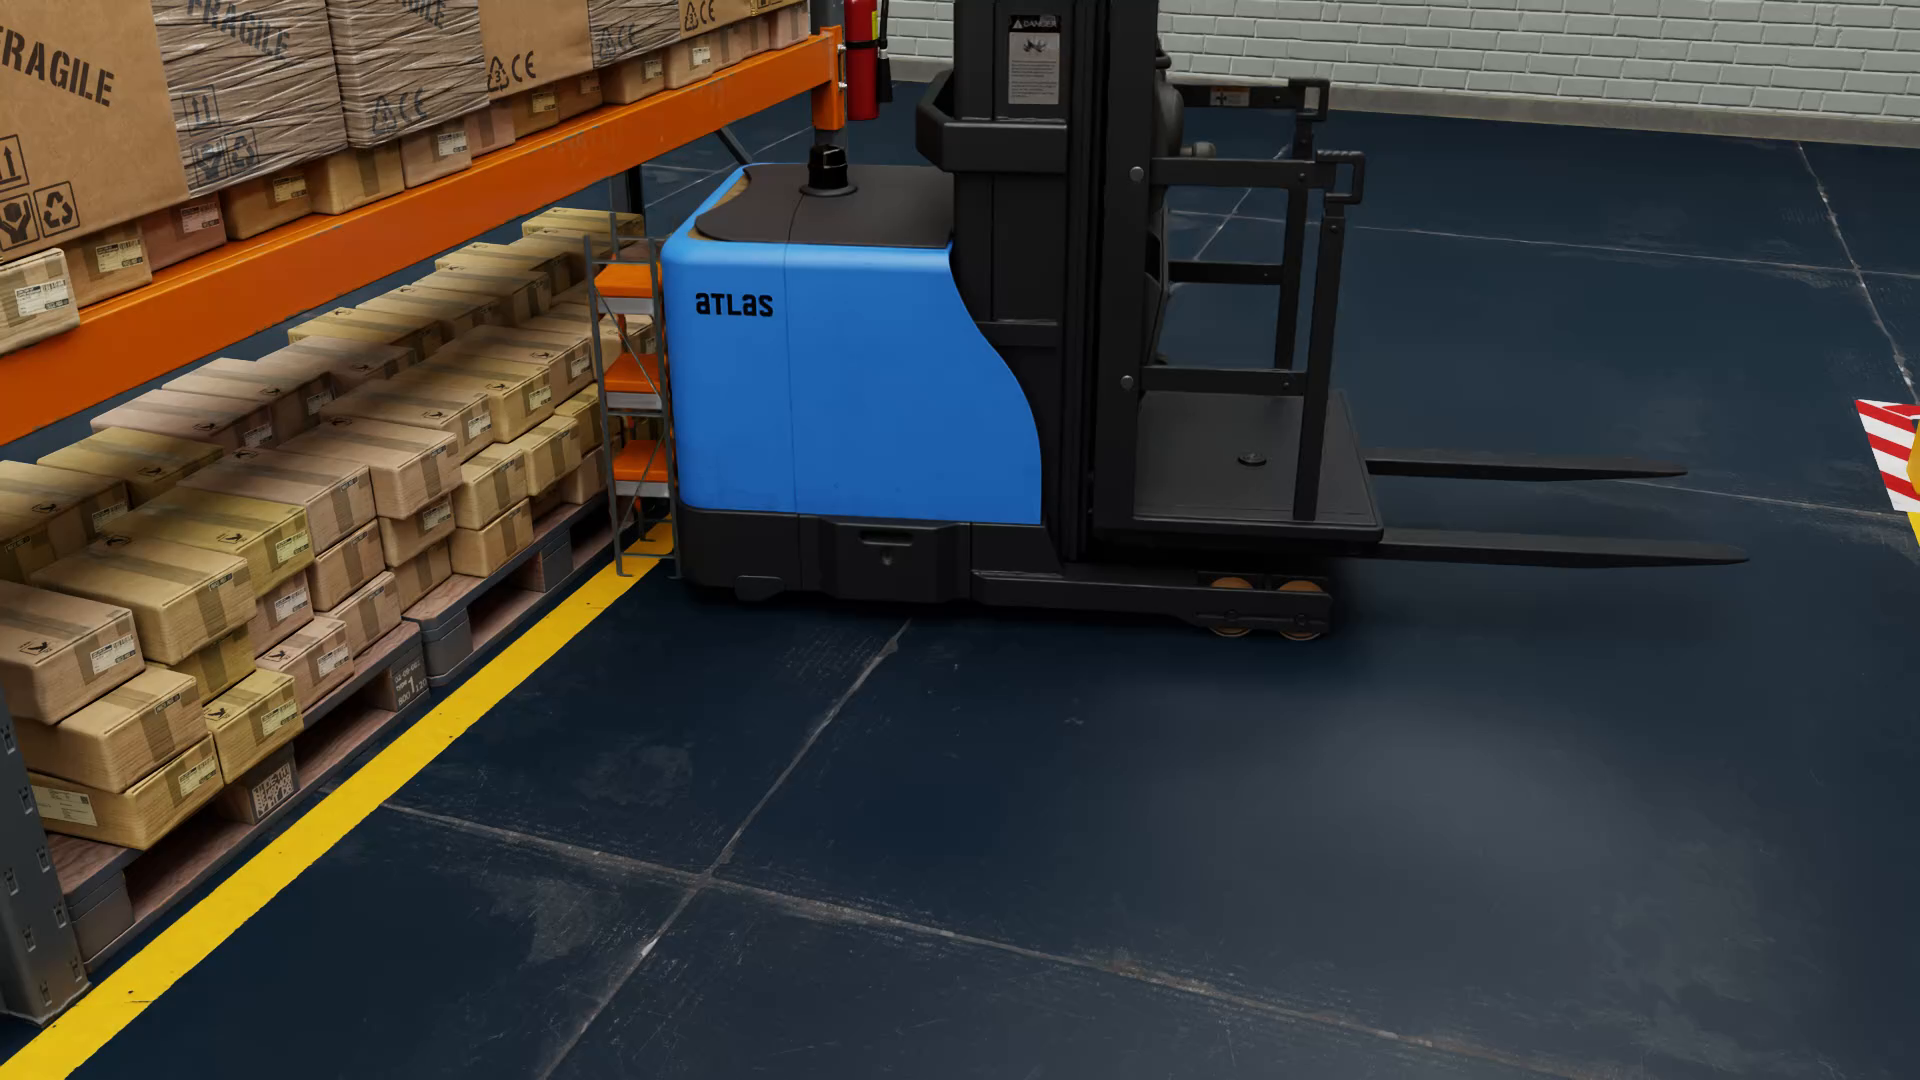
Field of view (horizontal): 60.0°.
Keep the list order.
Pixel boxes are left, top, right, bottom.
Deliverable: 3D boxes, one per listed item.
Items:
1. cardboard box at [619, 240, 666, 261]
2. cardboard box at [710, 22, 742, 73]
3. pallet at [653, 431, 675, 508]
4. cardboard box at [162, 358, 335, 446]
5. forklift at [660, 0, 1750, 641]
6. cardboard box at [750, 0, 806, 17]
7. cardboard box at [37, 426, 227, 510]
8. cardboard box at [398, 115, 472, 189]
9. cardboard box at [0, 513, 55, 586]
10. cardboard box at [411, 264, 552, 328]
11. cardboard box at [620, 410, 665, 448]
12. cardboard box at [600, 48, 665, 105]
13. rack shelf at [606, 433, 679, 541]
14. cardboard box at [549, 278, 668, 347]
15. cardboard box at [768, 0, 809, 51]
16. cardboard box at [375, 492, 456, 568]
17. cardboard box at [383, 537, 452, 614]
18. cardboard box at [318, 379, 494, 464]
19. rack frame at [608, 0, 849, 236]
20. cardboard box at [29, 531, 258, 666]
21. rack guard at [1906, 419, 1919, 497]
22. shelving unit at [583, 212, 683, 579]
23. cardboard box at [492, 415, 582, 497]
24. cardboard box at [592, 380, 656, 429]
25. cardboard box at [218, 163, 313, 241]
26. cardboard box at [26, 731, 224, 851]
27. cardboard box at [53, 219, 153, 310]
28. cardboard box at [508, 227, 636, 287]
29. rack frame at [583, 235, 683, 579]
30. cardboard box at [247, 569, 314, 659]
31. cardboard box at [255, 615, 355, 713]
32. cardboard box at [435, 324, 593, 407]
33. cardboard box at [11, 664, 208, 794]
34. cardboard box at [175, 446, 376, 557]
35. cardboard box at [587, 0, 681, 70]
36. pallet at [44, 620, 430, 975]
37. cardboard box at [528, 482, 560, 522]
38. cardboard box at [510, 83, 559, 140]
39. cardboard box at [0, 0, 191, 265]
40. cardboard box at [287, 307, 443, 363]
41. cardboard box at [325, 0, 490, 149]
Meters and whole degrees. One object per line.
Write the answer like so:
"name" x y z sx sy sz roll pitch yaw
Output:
"cardboard box" -0.994 -0.956 5.888 0.380 0.149 0.250 9 27 18
"cardboard box" -0.948 -1.641 5.486 0.380 0.149 0.250 8 27 17
"pallet" -1.248 -0.516 6.074 1.003 0.211 1.213 9 27 17
"cardboard box" -2.013 -0.392 4.724 0.380 0.149 0.250 8 27 16
"forklift" 0.730 -1.281 4.531 3.031 2.935 1.130 3 26 6
"cardboard box" -0.826 -2.088 5.664 0.500 0.500 0.500 9 27 18
"cardboard box" -2.094 -0.154 4.234 0.380 0.149 0.250 10 27 19
"cardboard box" -1.455 -0.991 4.144 0.380 0.149 0.250 10 28 20
"cardboard box" -2.330 0.044 3.823 0.380 0.149 0.250 9 27 18
"cardboard box" -1.601 -0.809 5.586 0.380 0.149 0.250 7 27 15
"cardboard box" -1.152 -0.357 5.334 0.380 0.149 0.250 8 27 15
"cardboard box" -1.127 -1.429 5.047 0.380 0.149 0.250 8 27 15
"rack shelf" -0.923 -0.153 5.024 0.215 0.259 0.240 3 26 6
"cardboard box" -1.106 -0.733 5.430 0.380 0.149 0.250 8 27 15
"cardboard box" -0.761 -1.843 5.903 0.380 0.149 0.250 9 27 18
"cardboard box" -1.575 -0.072 4.405 0.380 0.149 0.250 10 28 20
"cardboard box" -1.610 0.058 4.479 0.380 0.149 0.250 8 27 15
"cardboard box" -1.515 -0.315 4.566 0.380 0.149 0.250 8 27 15
"rack frame" -0.919 -2.131 6.210 1.000 3.000 0.127 9 27 17
"cardboard box" -1.793 0.123 3.661 0.380 0.149 0.250 10 28 20
"rack guard" 3.790 -0.340 5.378 1.175 0.500 0.348 9 27 17
"shelving unit" -0.923 -0.413 4.898 0.215 1.050 0.252 3 26 6
"cardboard box" -1.325 -0.264 4.802 0.380 0.149 0.250 9 27 18
"cardboard box" -1.157 -0.484 5.256 0.380 0.149 0.250 9 27 18
"cardboard box" -1.696 -0.788 3.724 0.380 0.149 0.250 8 27 15
"cardboard box" -1.826 0.504 3.557 0.380 0.149 0.250 8 27 15
"cardboard box" -1.831 -0.560 3.253 0.380 0.149 0.250 10 27 19
"cardboard box" -1.392 -1.008 5.997 0.380 0.149 0.250 9 27 18
"rack frame" -0.936 -0.360 4.789 0.200 1.050 0.008 3 26 6
"cardboard box" -1.781 0.148 3.950 0.380 0.149 0.250 9 27 17
"cardboard box" -1.704 0.285 4.010 0.380 0.149 0.250 9 27 17
"cardboard box" -1.336 -0.523 4.994 0.380 0.149 0.250 8 27 16
"cardboard box" -1.828 0.370 3.491 0.380 0.149 0.250 10 28 20
"cardboard box" -1.690 -0.099 4.119 0.380 0.149 0.250 8 27 16
"cardboard box" -1.162 -1.667 4.796 0.500 0.500 0.500 9 27 18
"pallet" -2.060 0.487 4.003 1.003 0.211 1.213 9 27 17
"cardboard box" -1.417 -0.154 4.916 0.380 0.149 0.250 10 27 19
"cardboard box" -1.346 -1.215 4.606 0.380 0.149 0.250 9 27 18
"cardboard box" -1.848 -0.833 3.073 0.500 0.500 0.500 8 27 16
"cardboard box" -1.833 -0.595 5.144 0.380 0.149 0.250 9 27 18
"cardboard box" -1.488 -1.239 3.912 0.500 0.500 0.500 8 27 16
